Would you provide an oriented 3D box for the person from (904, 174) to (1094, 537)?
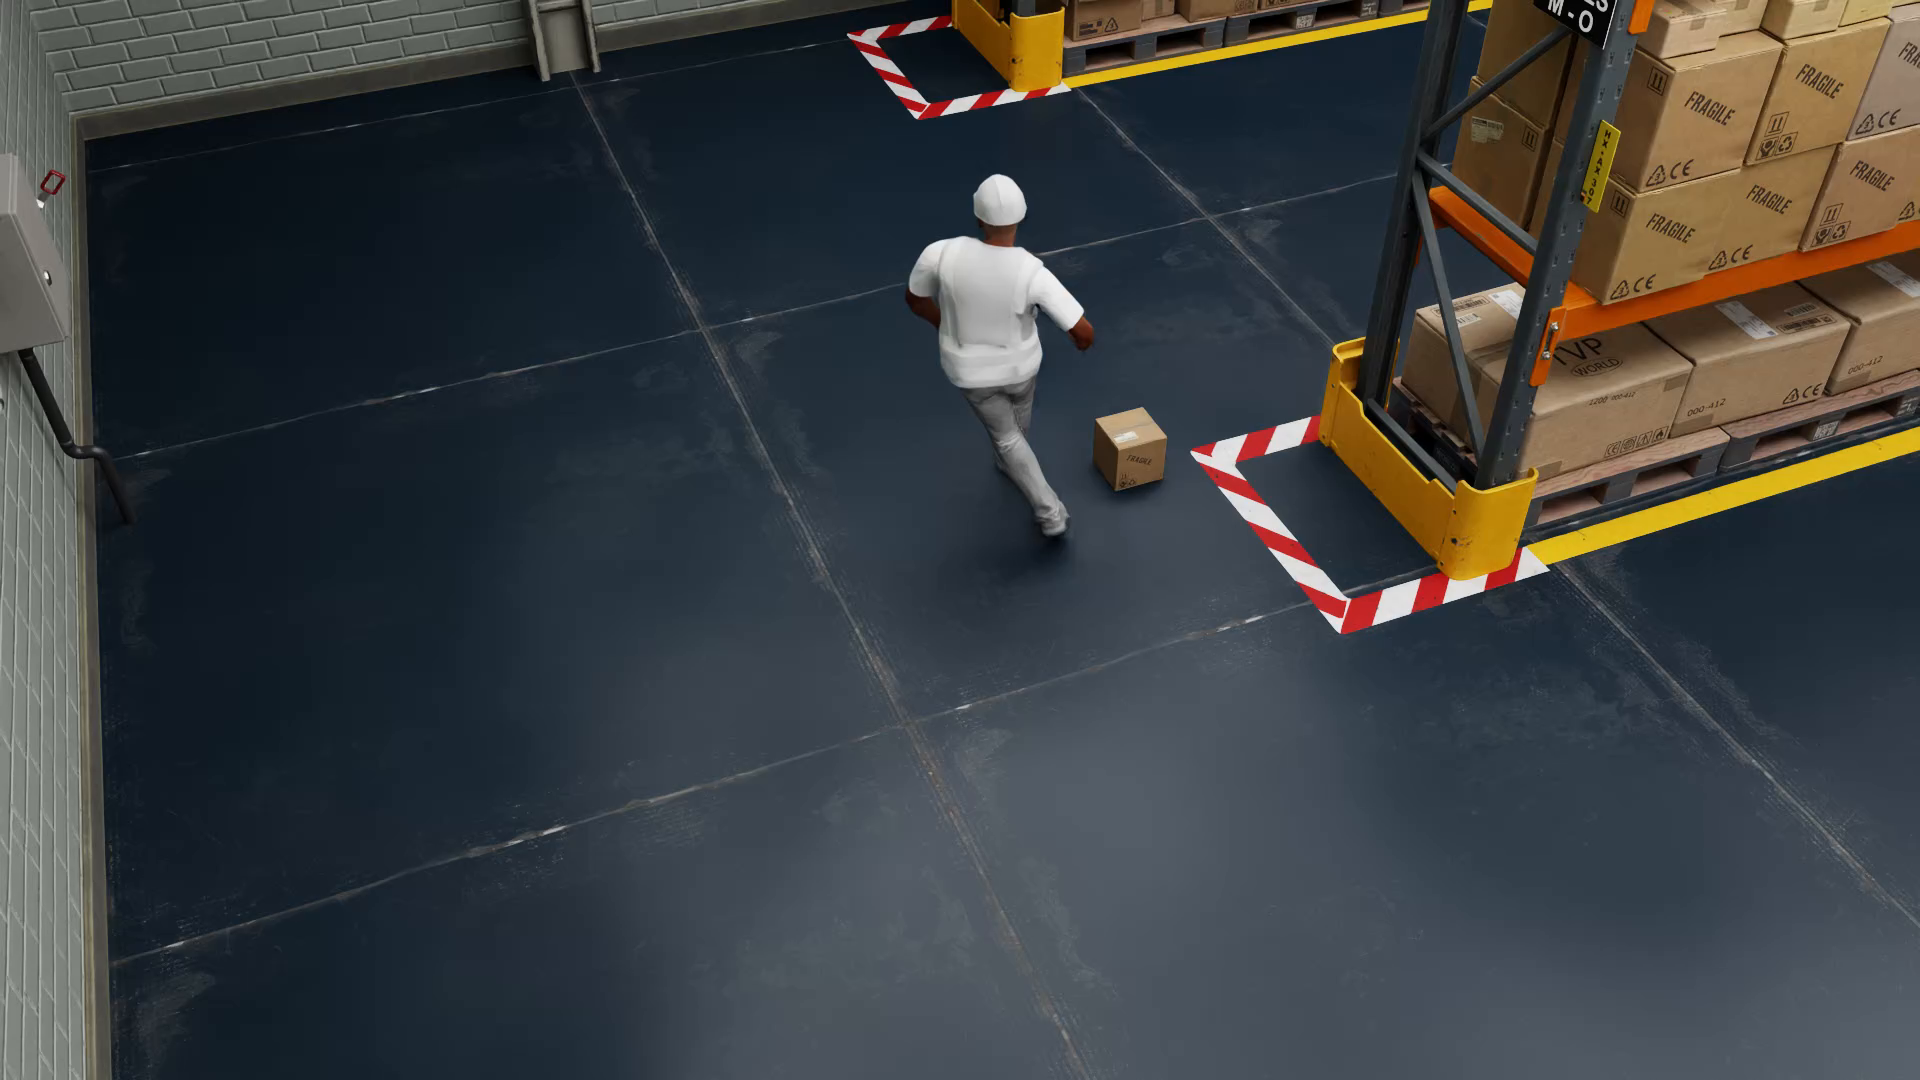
[{"bbox_3d":[0.173,-0.854,7.163,0.792,1.704,0.839,3,42,3],"label":"person"}]
